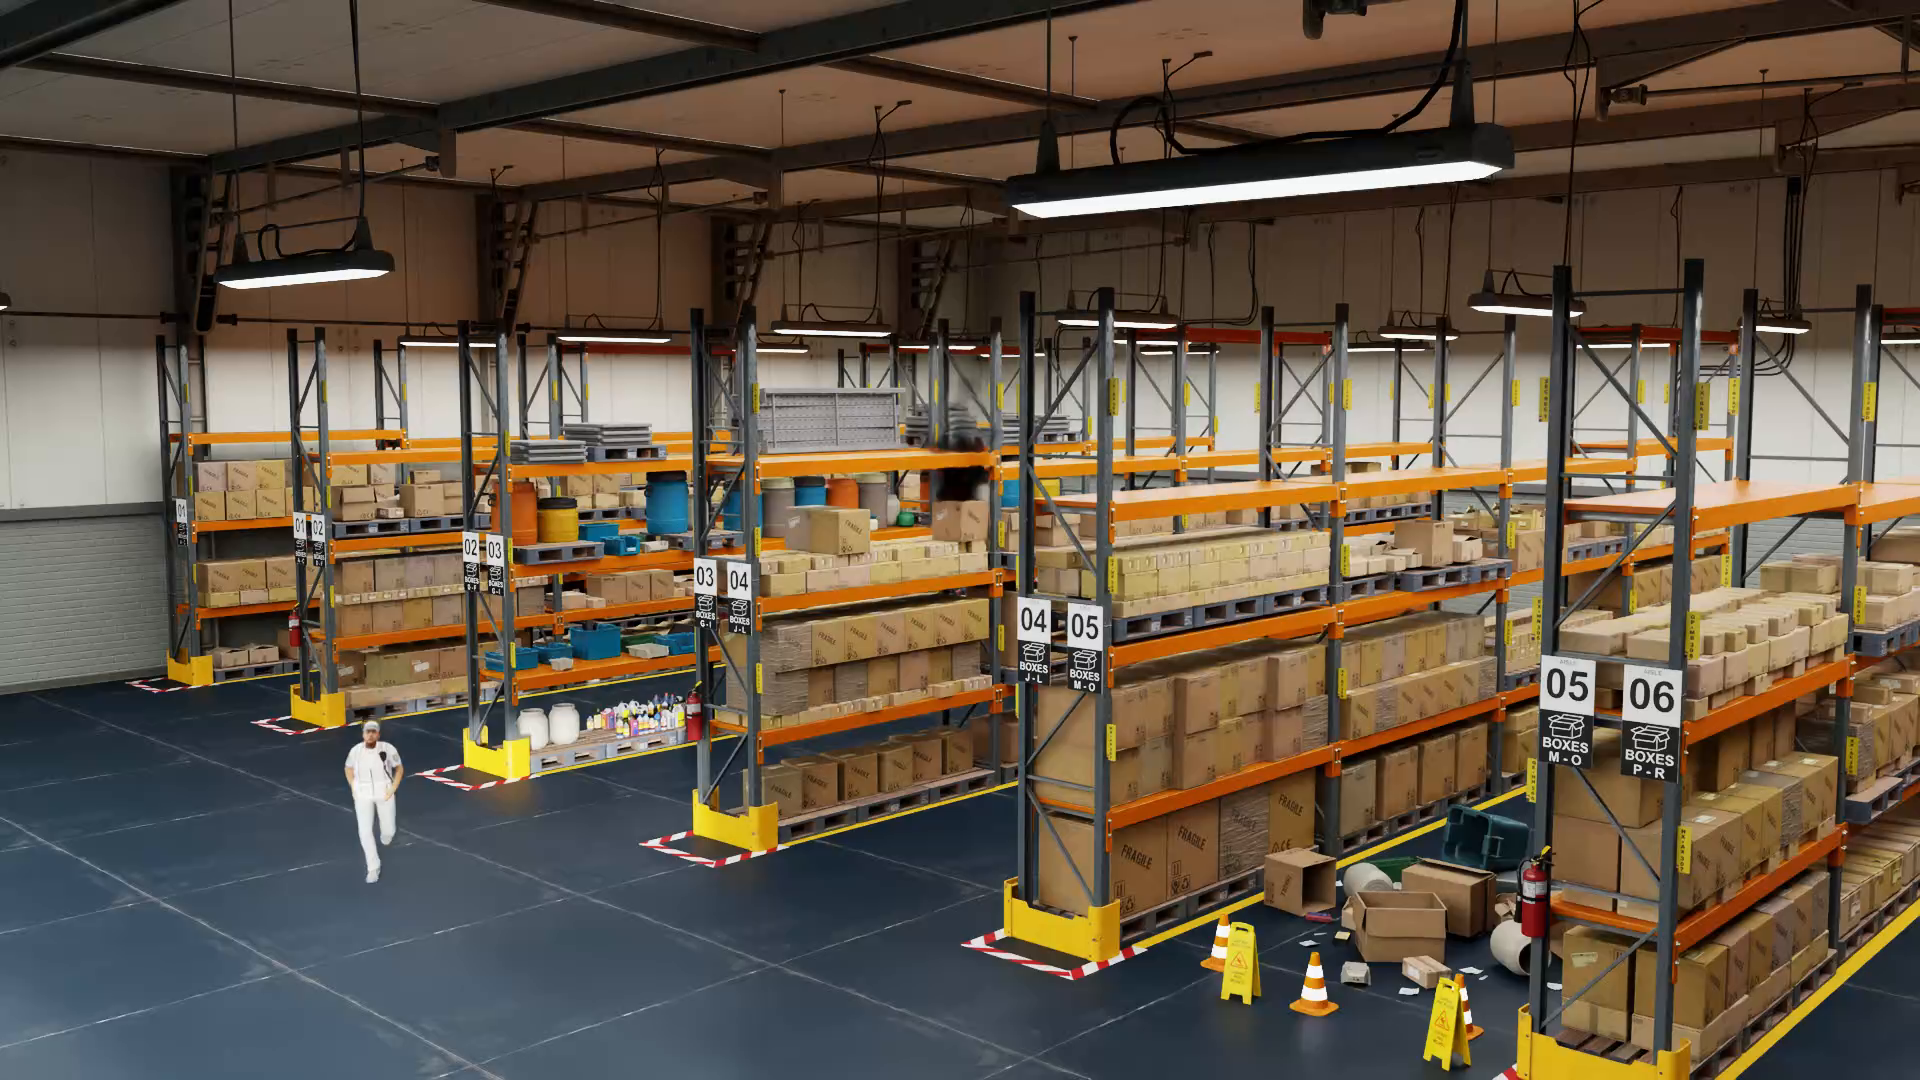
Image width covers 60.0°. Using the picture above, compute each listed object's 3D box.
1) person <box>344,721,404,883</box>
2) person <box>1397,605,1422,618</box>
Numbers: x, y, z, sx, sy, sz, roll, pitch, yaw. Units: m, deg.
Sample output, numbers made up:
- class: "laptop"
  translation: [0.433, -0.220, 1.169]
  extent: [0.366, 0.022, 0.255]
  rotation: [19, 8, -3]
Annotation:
- class: "person"
  translation: [-6.208, 2.727, 17.640]
  extent: [0.596, 1.651, 0.893]
  rotation: [-2, 6, -19]
- class: "person"
  translation: [7.275, 1.800, 26.797]
  extent: [0.606, 1.771, 0.829]
  rotation: [5, 7, 44]
